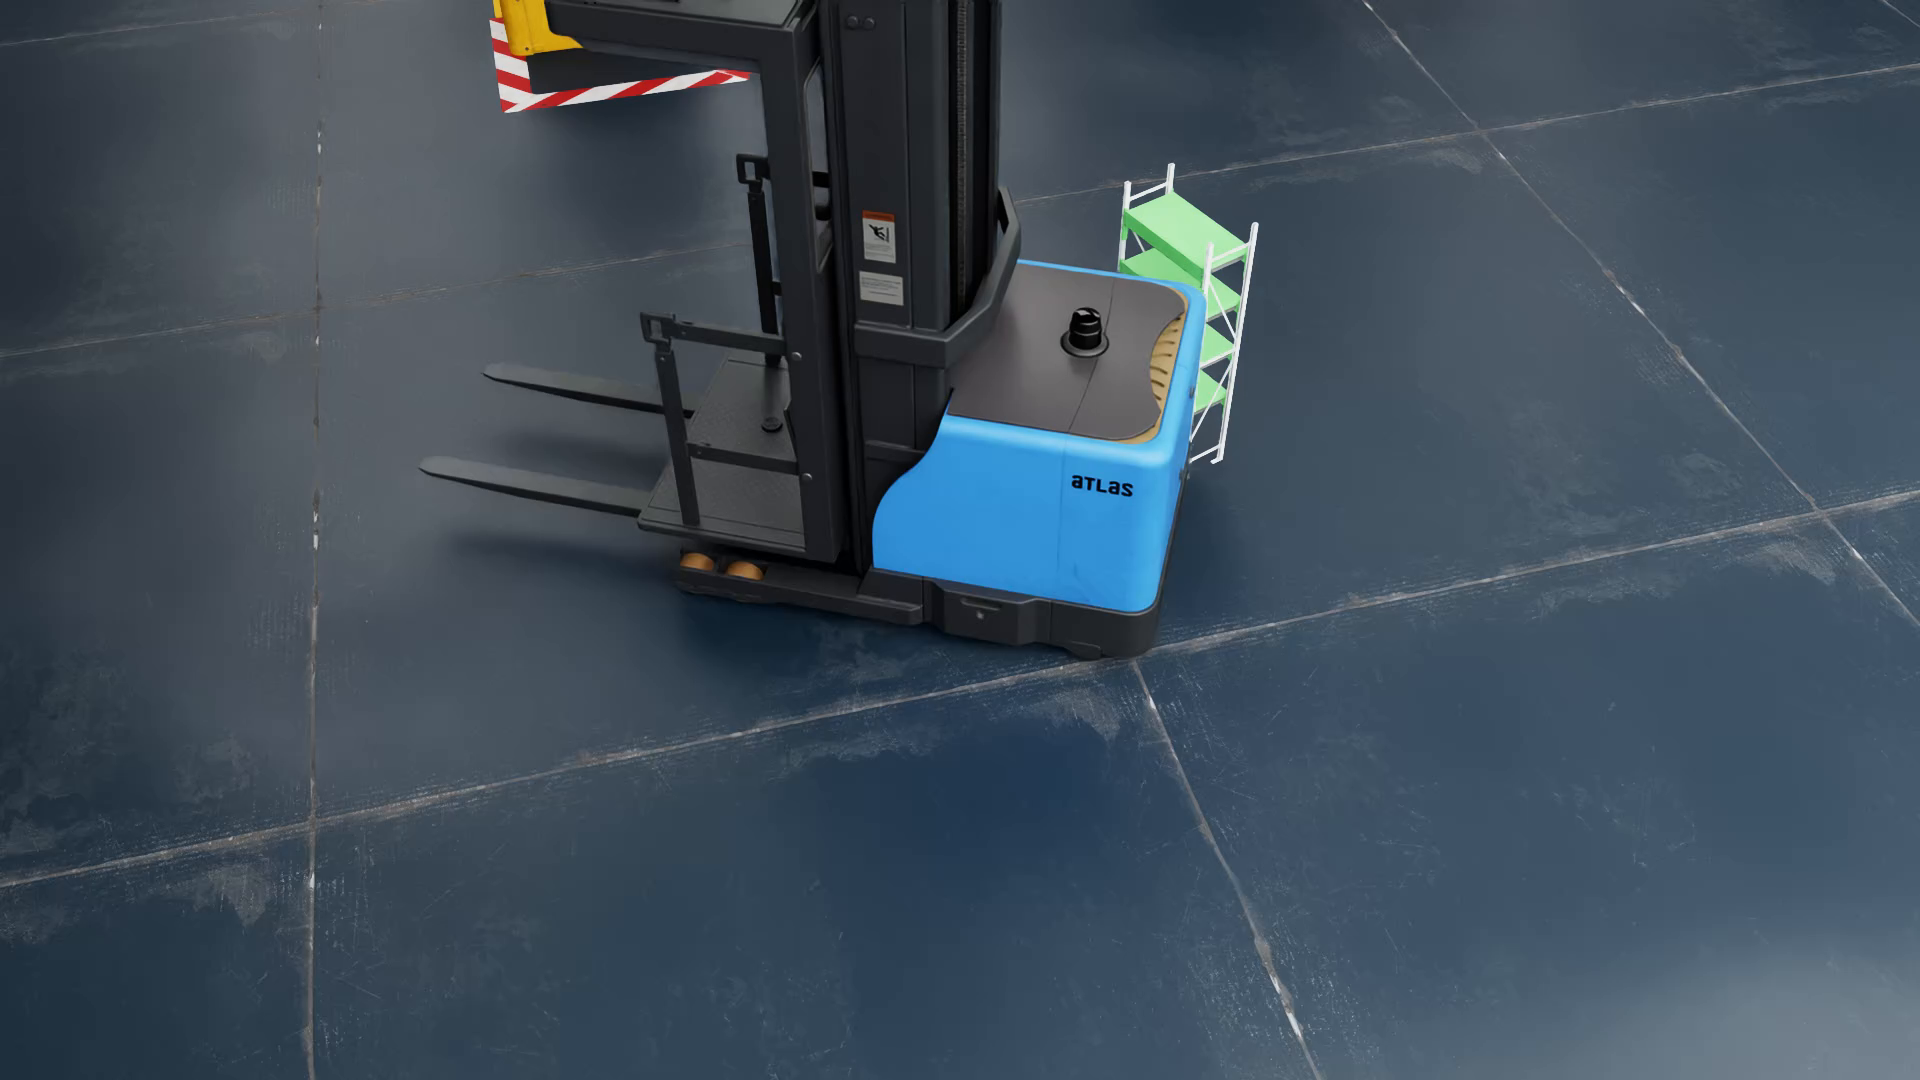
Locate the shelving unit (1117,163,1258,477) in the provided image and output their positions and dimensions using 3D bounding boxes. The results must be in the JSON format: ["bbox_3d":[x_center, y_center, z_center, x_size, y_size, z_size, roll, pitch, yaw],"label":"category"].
[{"bbox_3d":[0.877,-0.863,6.755,0.258,1.200,0.503,-26,51,-23],"label":"shelving unit"}]

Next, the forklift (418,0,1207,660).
[{"bbox_3d":[-0.643,-1.137,5.812,3.031,2.935,1.130,10,46,9],"label":"forklift"}]

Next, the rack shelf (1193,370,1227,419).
[{"bbox_3d":[0.877,-0.650,6.972,0.258,0.148,0.480,-26,51,-23],"label":"rack shelf"}]

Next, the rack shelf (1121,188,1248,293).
[{"bbox_3d":[0.877,-1.154,6.458,0.258,0.148,0.480,-26,51,-23],"label":"rack shelf"}]

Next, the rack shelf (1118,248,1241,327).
[{"bbox_3d":[0.877,-0.986,6.630,0.258,0.148,0.480,-26,51,-23],"label":"rack shelf"}]

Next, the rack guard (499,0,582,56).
[{"bbox_3d":[-2.025,-3.138,9.475,1.175,0.500,0.348,-11,47,-10],"label":"rack guard"}]

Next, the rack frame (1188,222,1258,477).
[{"bbox_3d":[1.016,-0.719,6.615,0.240,1.200,0.015,-26,51,-23],"label":"rack frame"}]

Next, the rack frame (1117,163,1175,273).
[{"bbox_3d":[0.738,-1.006,6.896,0.240,1.200,0.015,-26,51,-23],"label":"rack frame"}]

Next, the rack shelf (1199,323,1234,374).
[{"bbox_3d":[0.877,-0.818,6.801,0.258,0.148,0.480,-26,51,-23],"label":"rack shelf"}]
